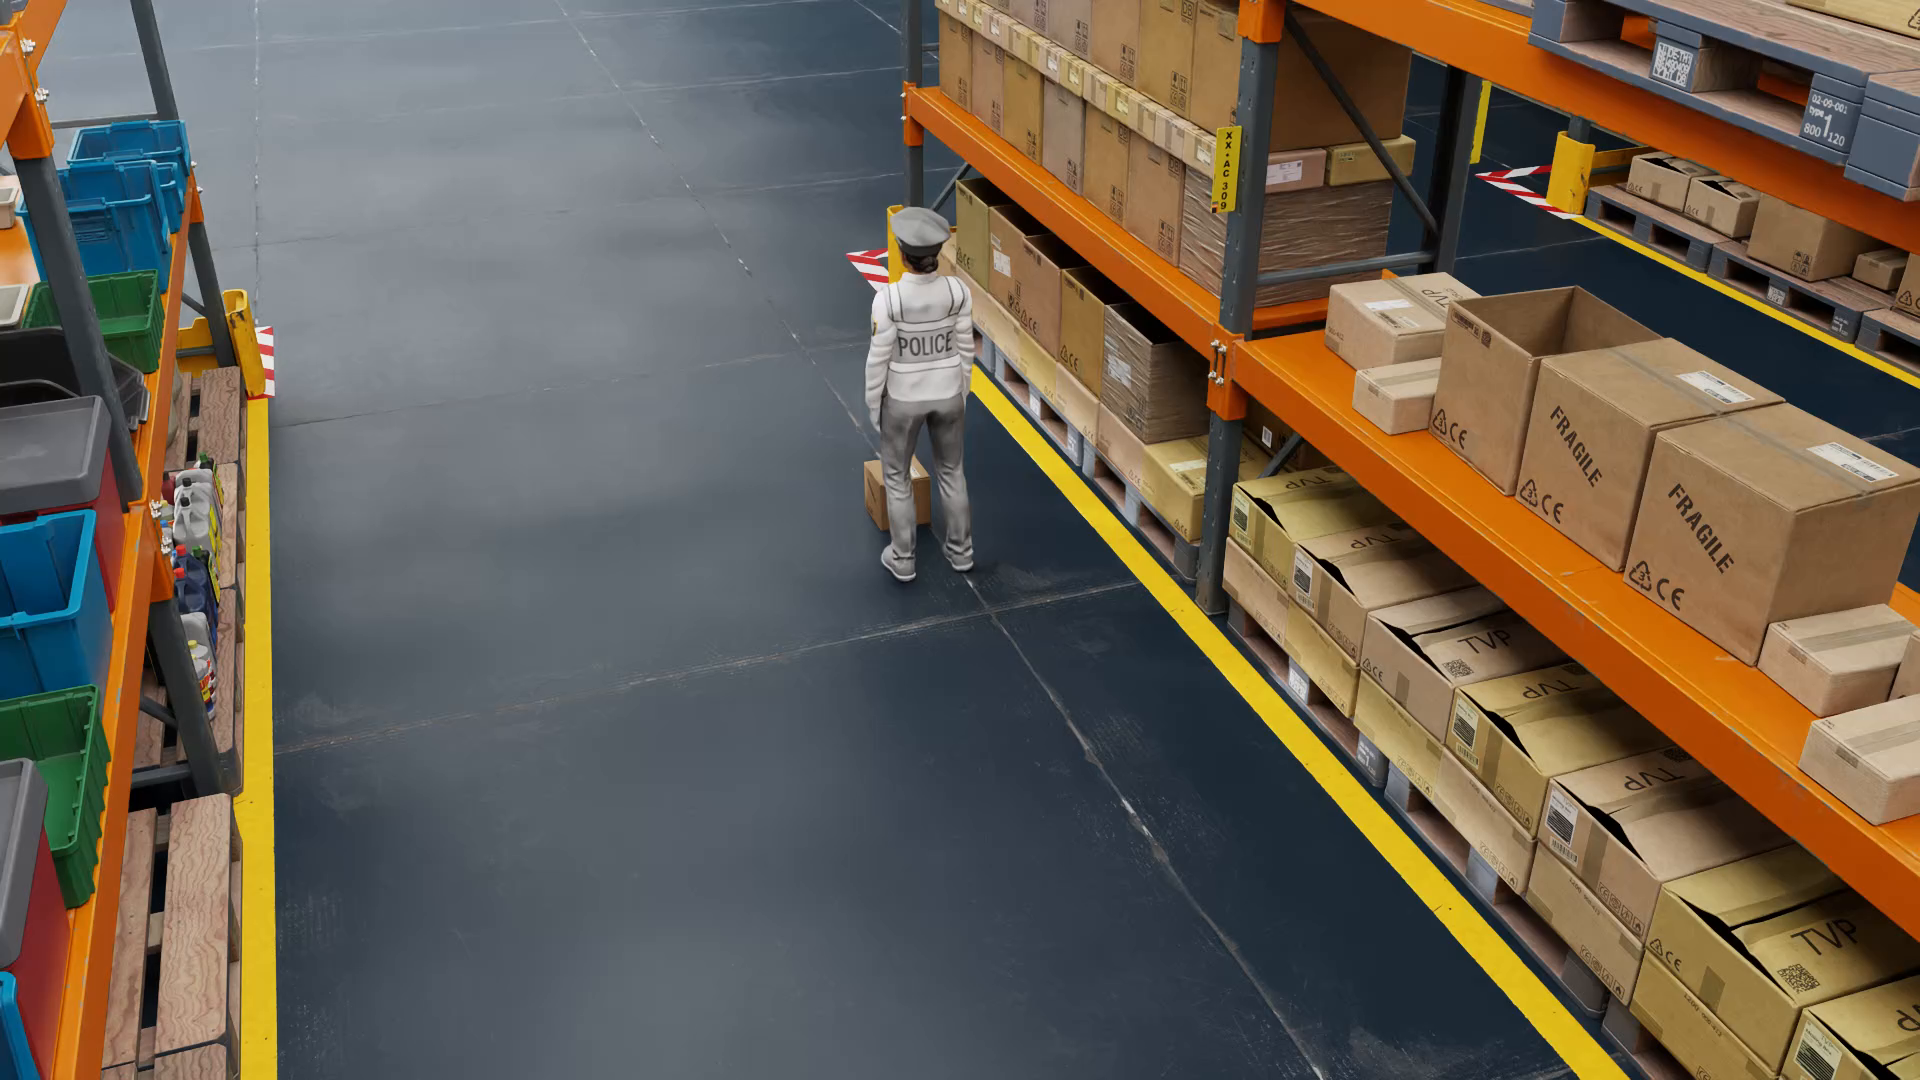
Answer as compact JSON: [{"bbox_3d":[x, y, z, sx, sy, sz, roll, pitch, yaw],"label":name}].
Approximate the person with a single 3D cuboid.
[{"bbox_3d":[-0.177,-0.605,7.180,0.477,1.692,0.339,-10,31,-16],"label":"person"}]
